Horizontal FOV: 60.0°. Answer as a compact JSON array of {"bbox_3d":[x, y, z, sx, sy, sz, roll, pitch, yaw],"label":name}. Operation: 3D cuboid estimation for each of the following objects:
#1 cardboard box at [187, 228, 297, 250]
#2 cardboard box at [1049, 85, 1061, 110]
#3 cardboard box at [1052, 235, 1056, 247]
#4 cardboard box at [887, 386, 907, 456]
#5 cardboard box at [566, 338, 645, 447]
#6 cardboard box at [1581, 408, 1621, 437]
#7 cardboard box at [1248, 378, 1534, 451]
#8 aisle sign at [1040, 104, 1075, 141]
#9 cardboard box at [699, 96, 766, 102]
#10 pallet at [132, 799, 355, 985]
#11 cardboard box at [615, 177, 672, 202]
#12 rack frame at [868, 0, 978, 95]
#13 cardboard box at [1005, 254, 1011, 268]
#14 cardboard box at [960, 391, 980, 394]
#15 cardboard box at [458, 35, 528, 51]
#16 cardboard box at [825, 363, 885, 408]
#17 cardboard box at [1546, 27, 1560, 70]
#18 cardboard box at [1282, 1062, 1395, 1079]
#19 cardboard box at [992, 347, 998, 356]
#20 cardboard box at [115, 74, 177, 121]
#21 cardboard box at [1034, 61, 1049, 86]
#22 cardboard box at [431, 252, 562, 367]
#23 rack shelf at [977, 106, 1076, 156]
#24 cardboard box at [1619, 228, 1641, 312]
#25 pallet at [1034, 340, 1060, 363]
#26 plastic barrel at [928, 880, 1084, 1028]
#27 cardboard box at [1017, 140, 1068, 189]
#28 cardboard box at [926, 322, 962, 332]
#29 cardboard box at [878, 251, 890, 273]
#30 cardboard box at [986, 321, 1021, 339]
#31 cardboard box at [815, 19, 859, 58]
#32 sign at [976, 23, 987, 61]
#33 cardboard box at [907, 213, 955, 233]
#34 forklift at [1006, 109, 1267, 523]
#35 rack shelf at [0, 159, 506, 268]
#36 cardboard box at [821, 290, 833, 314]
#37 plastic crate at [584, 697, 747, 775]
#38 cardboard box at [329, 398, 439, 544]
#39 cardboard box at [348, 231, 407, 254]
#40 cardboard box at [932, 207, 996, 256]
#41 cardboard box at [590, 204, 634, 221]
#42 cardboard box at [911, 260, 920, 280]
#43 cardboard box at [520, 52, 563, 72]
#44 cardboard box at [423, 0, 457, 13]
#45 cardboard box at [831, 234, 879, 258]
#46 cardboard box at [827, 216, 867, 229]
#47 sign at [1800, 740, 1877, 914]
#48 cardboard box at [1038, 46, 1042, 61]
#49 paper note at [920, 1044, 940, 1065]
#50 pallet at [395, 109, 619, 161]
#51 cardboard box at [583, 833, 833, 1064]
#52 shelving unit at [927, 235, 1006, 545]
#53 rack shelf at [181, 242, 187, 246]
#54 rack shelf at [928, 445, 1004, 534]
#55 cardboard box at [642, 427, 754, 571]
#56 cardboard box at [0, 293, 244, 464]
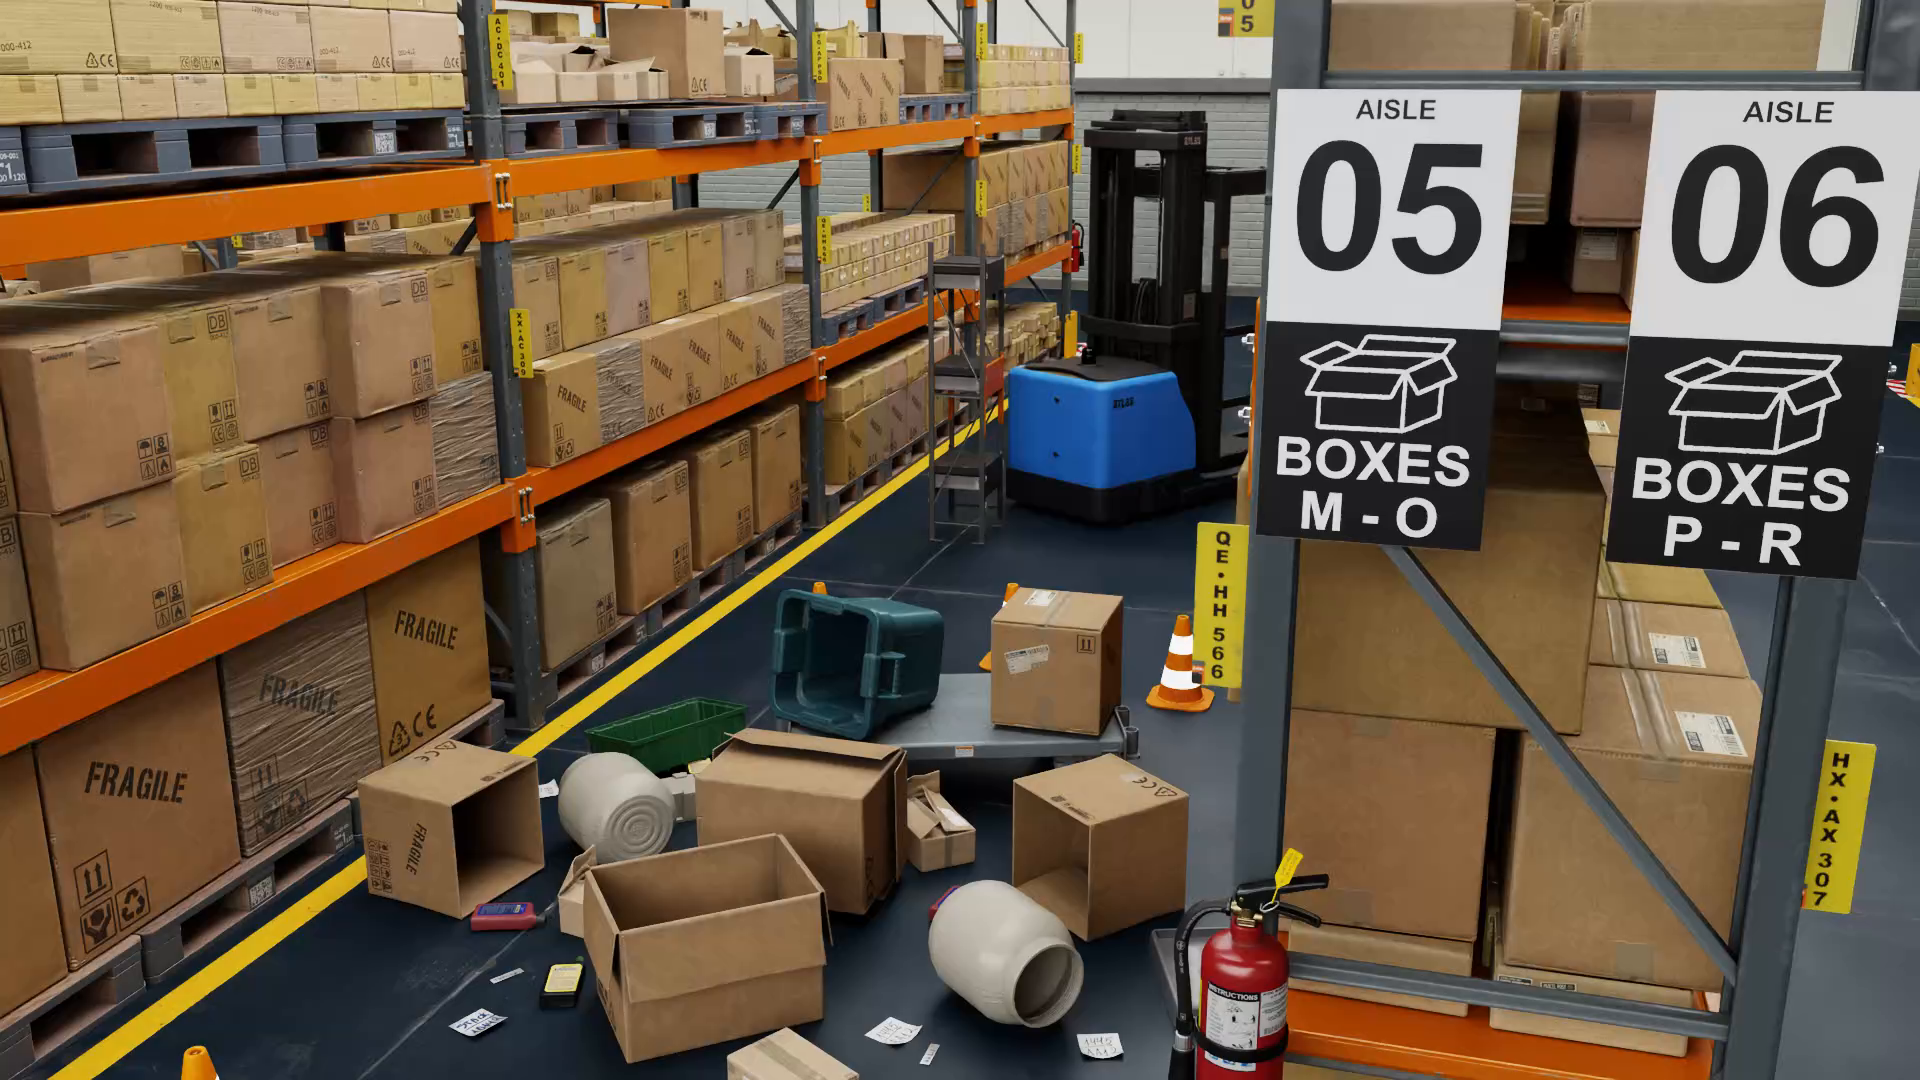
[{"bbox_3d":[-5.979,-2.698,13.824,0.797,0.503,0.637,5,17,18],"label":"cardboard box"},{"bbox_3d":[0.784,-4.757,17.881,0.500,0.250,0.500,5,16,16],"label":"cardboard box"},{"bbox_3d":[0.870,-3.369,18.671,0.380,0.149,0.250,5,16,16],"label":"cardboard box"},{"bbox_3d":[-0.749,-0.998,13.661,0.500,0.500,0.500,4,16,14],"label":"cardboard box"},{"bbox_3d":[-2.062,-0.817,9.029,0.500,0.500,0.500,5,17,16],"label":"cardboard box"},{"bbox_3d":[2.275,-0.218,6.373,0.500,0.500,0.500,4,16,14],"label":"cardboard box"},{"bbox_3d":[1.159,-0.212,4.520,0.700,0.500,0.500,4,16,15],"label":"cardboard box"},{"bbox_3d":[1.106,-4.906,18.865,0.394,0.787,0.004,5,16,16],"label":"aisle sign"},{"bbox_3d":[-1.557,-3.227,12.029,0.500,0.500,0.500,5,16,16],"label":"cardboard box"},{"bbox_3d":[-3.248,1.335,6.737,1.003,0.211,1.213,5,16,16],"label":"pallet"},{"bbox_3d":[-3.815,-4.354,20.040,0.500,0.500,0.500,5,17,17],"label":"cardboard box"},{"bbox_3d":[-0.339,-5.499,14.726,1.000,3.000,0.127,5,16,16],"label":"rack frame"},{"bbox_3d":[0.300,-2.820,16.734,0.380,0.149,0.250,5,17,17],"label":"cardboard box"},{"bbox_3d":[0.073,-1.514,16.125,0.380,0.149,0.250,4,16,13],"label":"cardboard box"},{"bbox_3d":[-4.901,-4.975,17.238,0.700,0.500,0.500,4,16,13],"label":"cardboard box"},{"bbox_3d":[-0.903,-1.221,13.074,0.500,0.250,0.500,4,16,15],"label":"cardboard box"},{"bbox_3d":[2.000,-1.495,5.105,0.380,0.149,0.250,4,16,15],"label":"cardboard box"},{"bbox_3d":[1.003,1.414,4.242,0.500,0.500,0.500,5,17,16],"label":"cardboard box"},{"bbox_3d":[0.171,-1.867,16.824,0.380,0.149,0.250,4,16,13],"label":"cardboard box"},{"bbox_3d":[-2.914,-1.508,5.658,0.380,0.149,0.250,5,17,16],"label":"cardboard box"},{"bbox_3d":[0.619,-4.863,17.339,0.500,0.250,0.500,5,17,17],"label":"cardboard box"},{"bbox_3d":[-2.477,-1.179,8.475,0.700,0.500,0.500,4,16,15],"label":"cardboard box"},{"bbox_3d":[0.230,-4.233,17.078,1.077,0.370,4.000,5,16,16],"label":"rack shelf"},{"bbox_3d":[1.431,-0.500,3.058,0.380,0.149,0.250,5,16,16],"label":"cardboard box"},{"bbox_3d":[0.512,-2.088,18.805,1.003,0.211,1.213,5,16,16],"label":"pallet"},{"bbox_3d":[0.161,1.466,5.887,0.421,0.421,0.512,-10,19,-32],"label":"plastic barrel"},{"bbox_3d":[0.906,-4.193,18.554,0.500,0.500,0.500,4,16,15],"label":"cardboard box"},{"bbox_3d":[-0.187,-2.190,17.418,0.380,0.149,0.250,4,16,14],"label":"cardboard box"},{"bbox_3d":[-0.781,-2.239,13.371,0.380,0.149,0.250,4,16,15],"label":"cardboard box"},{"bbox_3d":[0.426,-2.211,17.491,0.380,0.149,0.250,5,17,16],"label":"cardboard box"},{"bbox_3d":[-0.950,-3.645,12.101,0.396,0.266,0.258,5,16,16],"label":"cardboard box"},{"bbox_3d":[0.194,-4.452,14.863,0.100,0.325,0.005,5,16,16],"label":"sign"},{"bbox_3d":[-0.266,-2.860,15.017,0.380,0.149,0.250,5,17,18],"label":"cardboard box"},{"bbox_3d":[1.780,-1.848,12.974,3.031,2.935,1.130,-14,21,-40],"label":"forklift"},{"bbox_3d":[-3.181,-1.094,6.010,1.077,0.370,4.000,5,16,16],"label":"rack shelf"},{"bbox_3d":[-1.155,-1.749,12.190,0.380,0.149,0.250,4,16,15],"label":"cardboard box"},{"bbox_3d":[-1.406,0.952,8.023,0.662,0.188,0.450,-15,11,-41],"label":"plastic crate"},{"bbox_3d":[-2.840,-0.349,7.288,0.875,0.550,0.550,5,16,16],"label":"cardboard box"},{"bbox_3d":[-5.373,-2.532,15.075,0.500,0.500,0.500,5,16,16],"label":"cardboard box"},{"bbox_3d":[0.044,-2.914,15.878,0.500,0.500,0.500,4,16,15],"label":"cardboard box"},{"bbox_3d":[-4.101,-3.728,19.207,0.500,0.250,0.500,4,16,14],"label":"cardboard box"},{"bbox_3d":[-0.553,-2.303,14.143,0.380,0.149,0.250,4,16,13],"label":"cardboard box"},{"bbox_3d":[-2.472,-2.481,8.905,0.500,0.250,0.500,4,16,15],"label":"cardboard box"},{"bbox_3d":[-2.411,-2.356,7.186,0.380,0.149,0.250,4,16,15],"label":"cardboard box"},{"bbox_3d":[-0.860,-2.314,13.092,0.380,0.149,0.250,5,17,18],"label":"cardboard box"},{"bbox_3d":[-1.041,-2.773,14.708,0.380,0.149,0.250,5,17,16],"label":"cardboard box"},{"bbox_3d":[1.546,0.509,2.950,0.100,0.325,0.005,5,16,16],"label":"sign"},{"bbox_3d":[0.648,-5.090,17.408,0.380,0.149,0.250,4,16,15],"label":"cardboard box"},{"bbox_3d":[-0.102,1.747,5.651,0.032,0.001,0.123,5,16,16],"label":"paper note"},{"bbox_3d":[-2.399,-2.115,8.642,0.805,0.209,1.217,4,16,14],"label":"pallet"},{"bbox_3d":[-0.902,1.429,5.869,0.797,0.503,0.637,-7,17,-23],"label":"cardboard box"},{"bbox_3d":[0.047,-1.053,11.696,0.431,2.100,0.503,5,16,16],"label":"shelving unit"},{"bbox_3d":[-9.246,-3.585,20.291,1.077,0.370,4.000,5,16,16],"label":"rack shelf"},{"bbox_3d":[0.047,-0.367,11.890,0.431,0.518,0.480,5,16,16],"label":"rack shelf"},{"bbox_3d":[-1.980,-0.305,10.761,1.050,0.750,0.750,5,17,17],"label":"cardboard box"},{"bbox_3d":[-3.223,-0.595,6.176,0.875,0.550,0.500,5,16,16],"label":"cardboard box"}]
